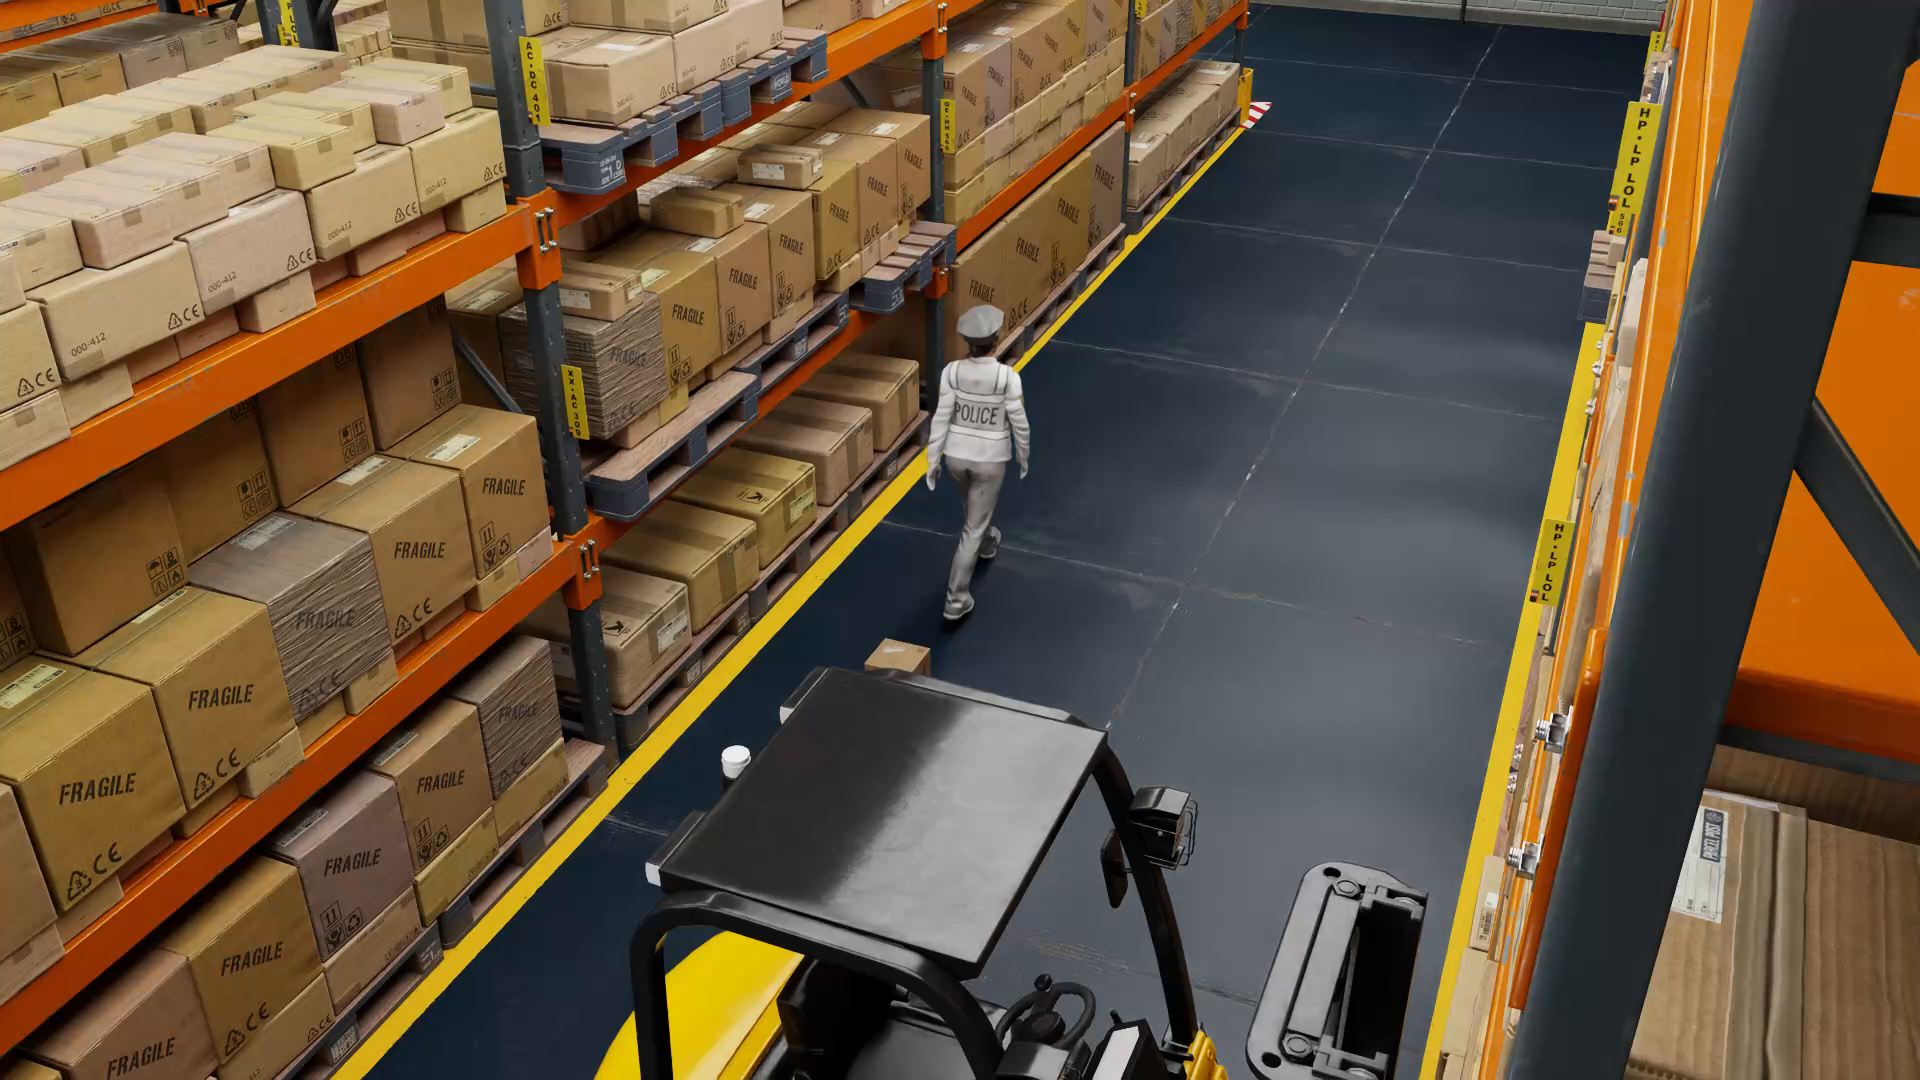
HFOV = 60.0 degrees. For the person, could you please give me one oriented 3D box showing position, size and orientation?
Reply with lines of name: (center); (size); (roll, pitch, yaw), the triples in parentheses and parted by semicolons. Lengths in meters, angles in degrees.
person: (0.123, -0.468, 8.918); (0.515, 1.610, 1.008); (12, 32, 20)
